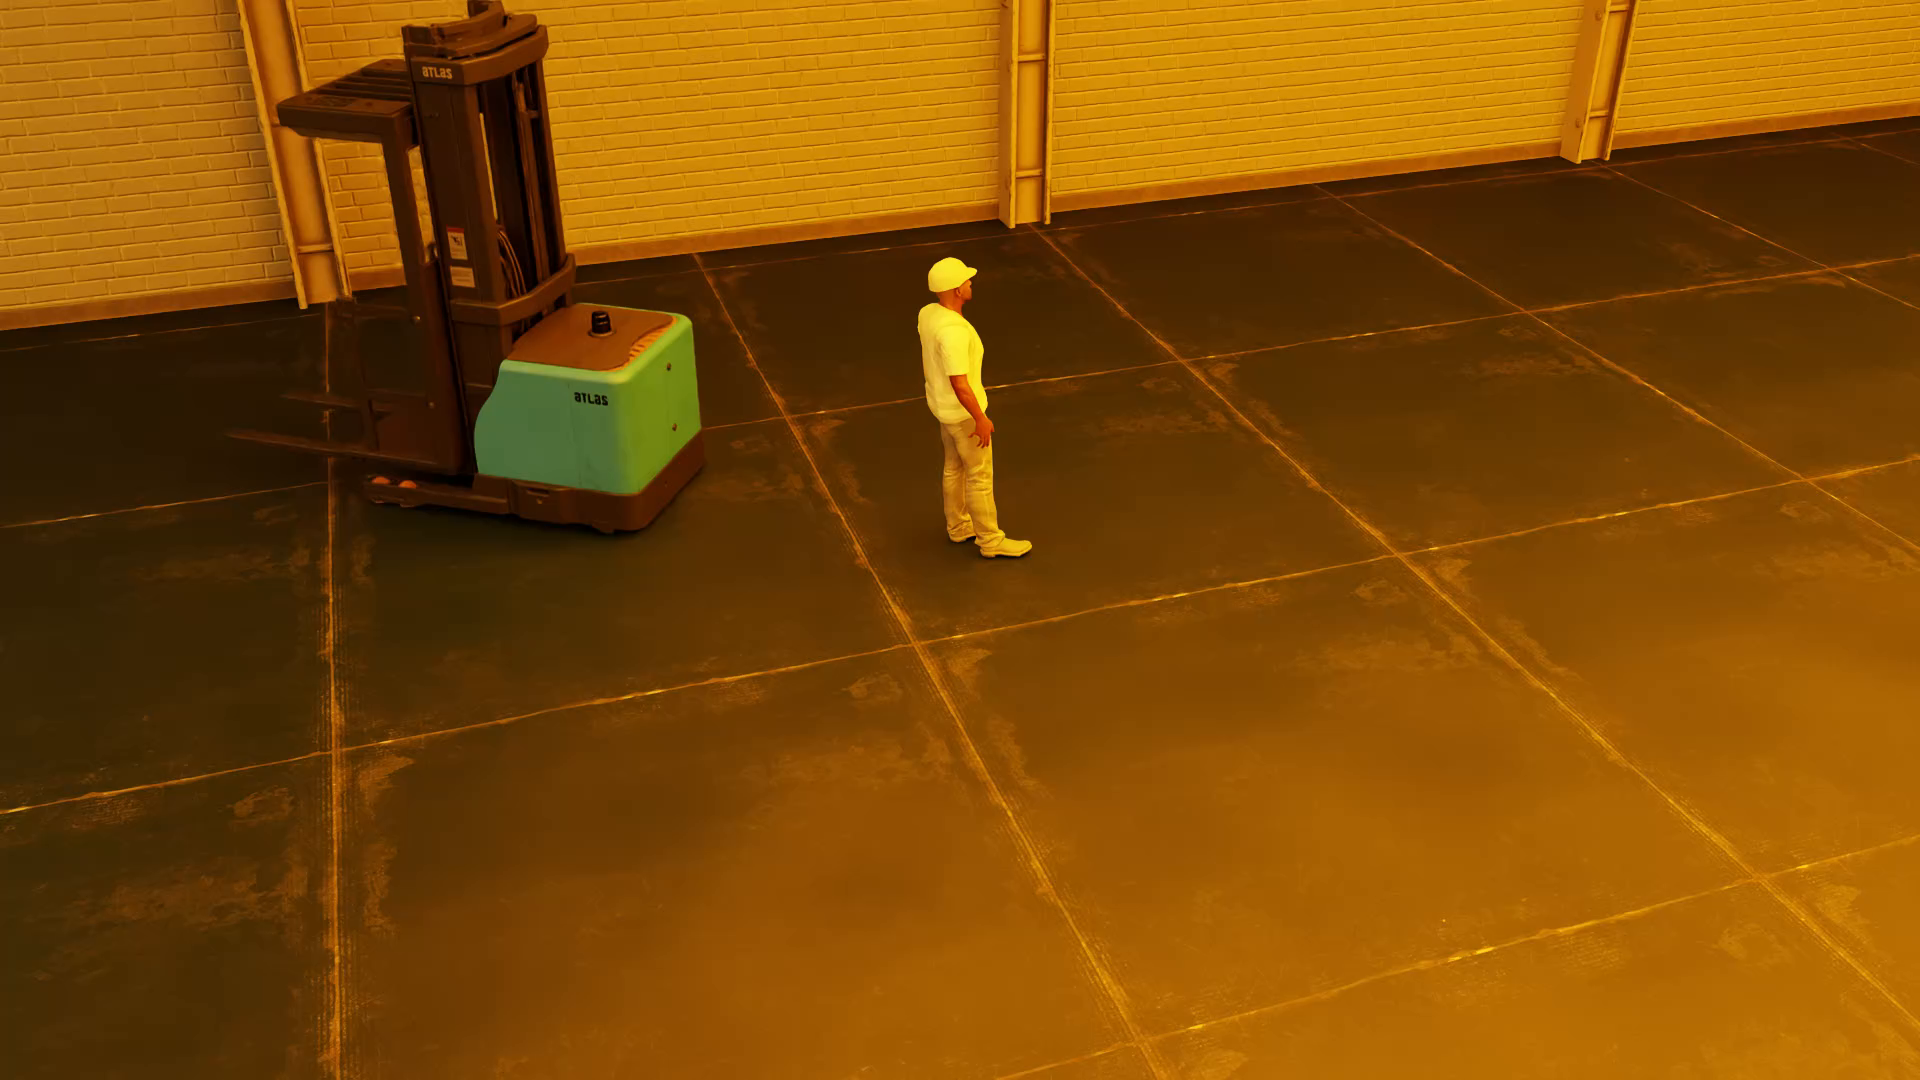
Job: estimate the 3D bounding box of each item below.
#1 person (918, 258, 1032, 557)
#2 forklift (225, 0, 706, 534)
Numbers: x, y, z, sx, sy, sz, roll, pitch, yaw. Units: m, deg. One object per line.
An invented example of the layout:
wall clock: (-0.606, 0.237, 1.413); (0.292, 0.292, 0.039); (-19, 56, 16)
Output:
person: (0.068, -0.780, 9.596); (0.575, 1.768, 0.665); (-10, 31, -16)
forklift: (-3.220, -1.712, 10.063); (3.031, 2.935, 1.130); (8, 31, 14)
